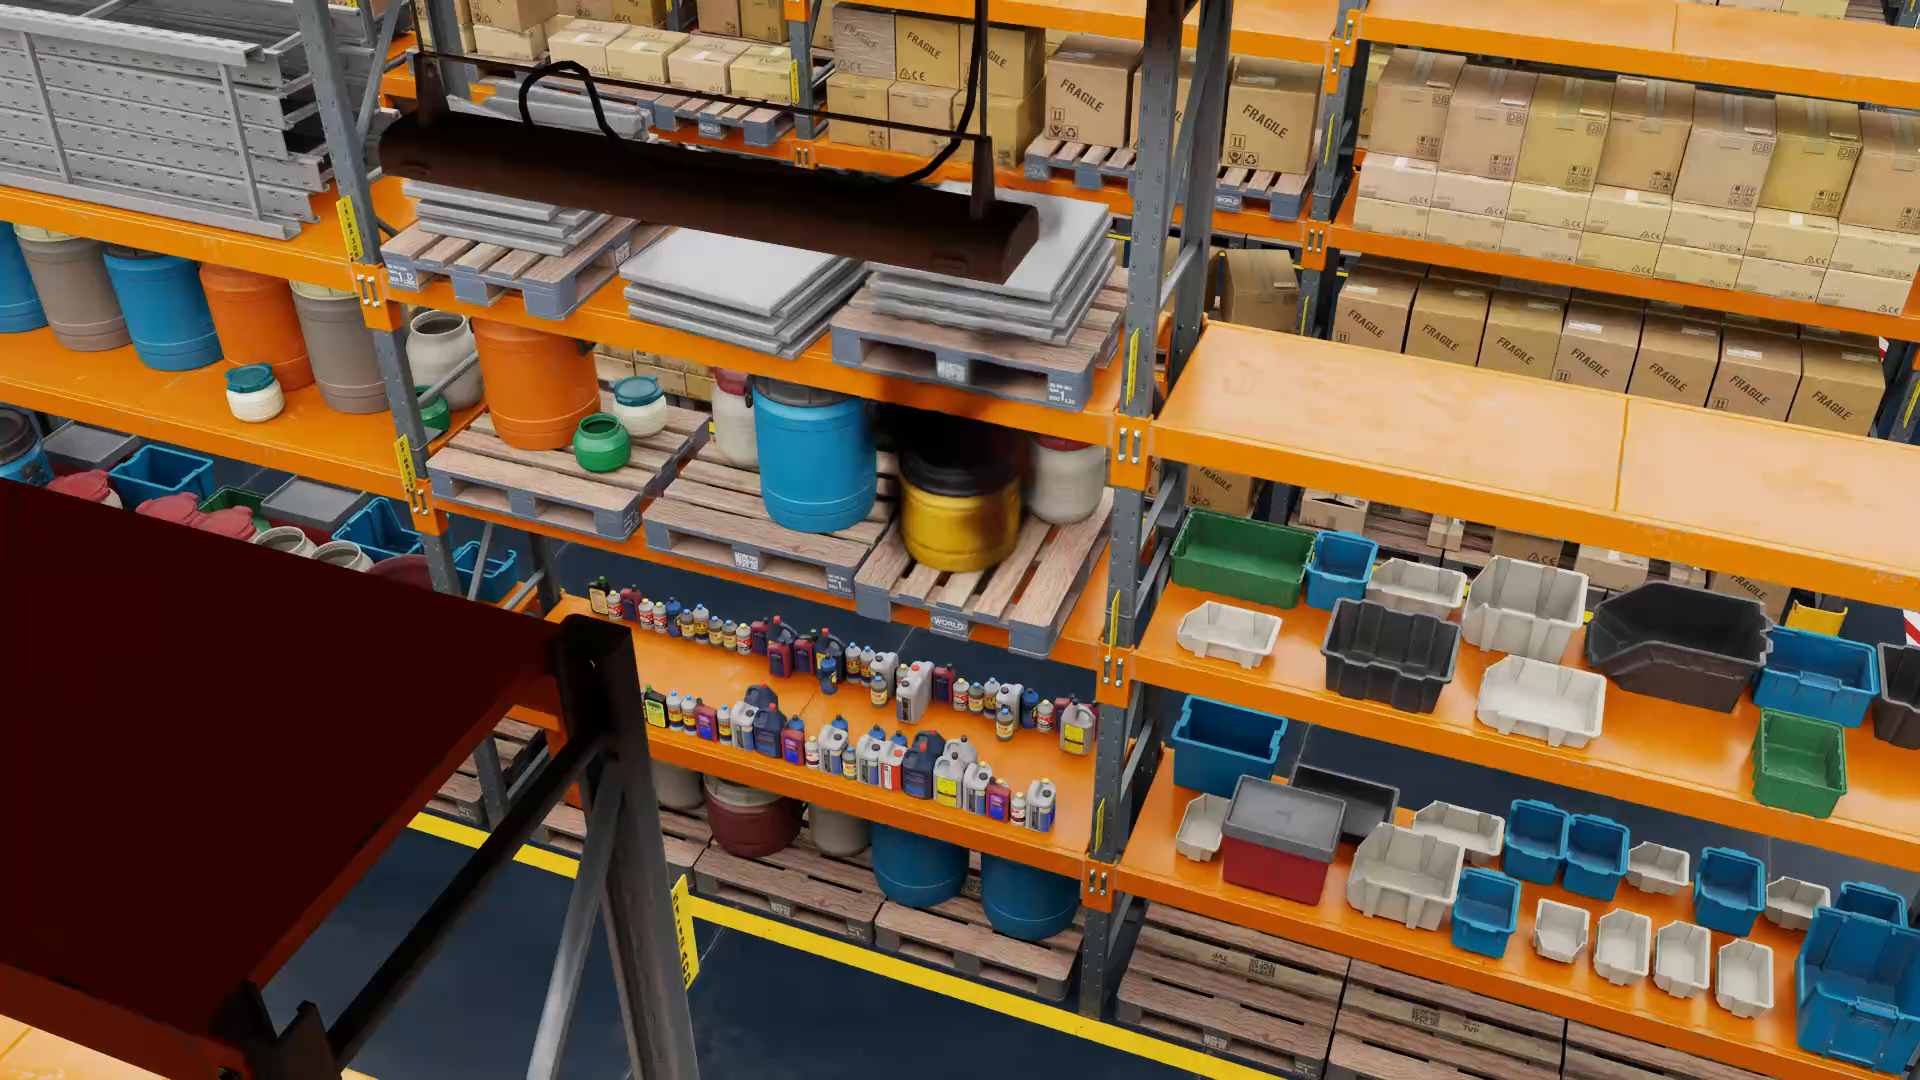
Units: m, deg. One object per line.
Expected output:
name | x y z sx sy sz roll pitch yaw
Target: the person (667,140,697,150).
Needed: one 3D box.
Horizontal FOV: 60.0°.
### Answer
person | -2.730 -3.240 16.295 0.711 1.814 0.637 14 39 18
